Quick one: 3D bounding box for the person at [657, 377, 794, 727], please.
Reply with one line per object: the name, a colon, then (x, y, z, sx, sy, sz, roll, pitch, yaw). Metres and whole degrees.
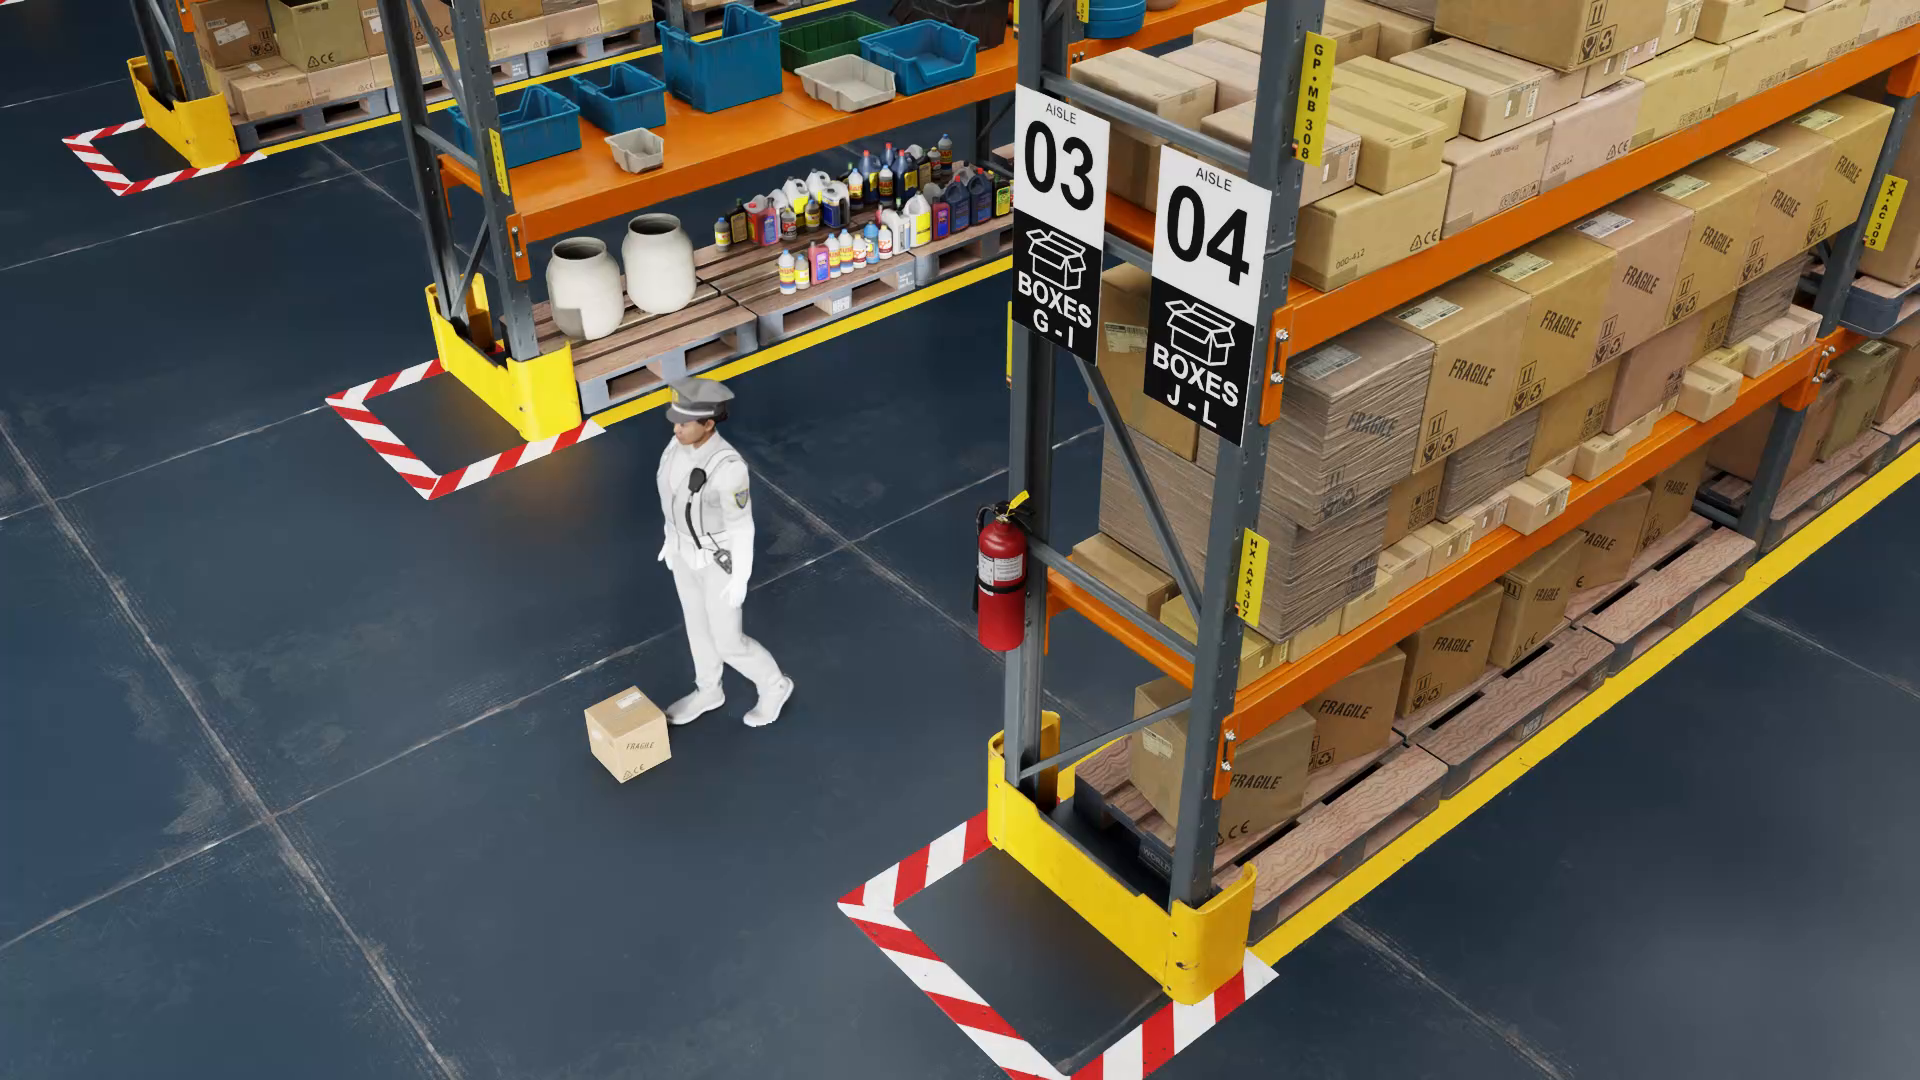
person: (-1.065, 0.077, 6.962, 0.504, 1.705, 0.503, -26, 44, -31)
